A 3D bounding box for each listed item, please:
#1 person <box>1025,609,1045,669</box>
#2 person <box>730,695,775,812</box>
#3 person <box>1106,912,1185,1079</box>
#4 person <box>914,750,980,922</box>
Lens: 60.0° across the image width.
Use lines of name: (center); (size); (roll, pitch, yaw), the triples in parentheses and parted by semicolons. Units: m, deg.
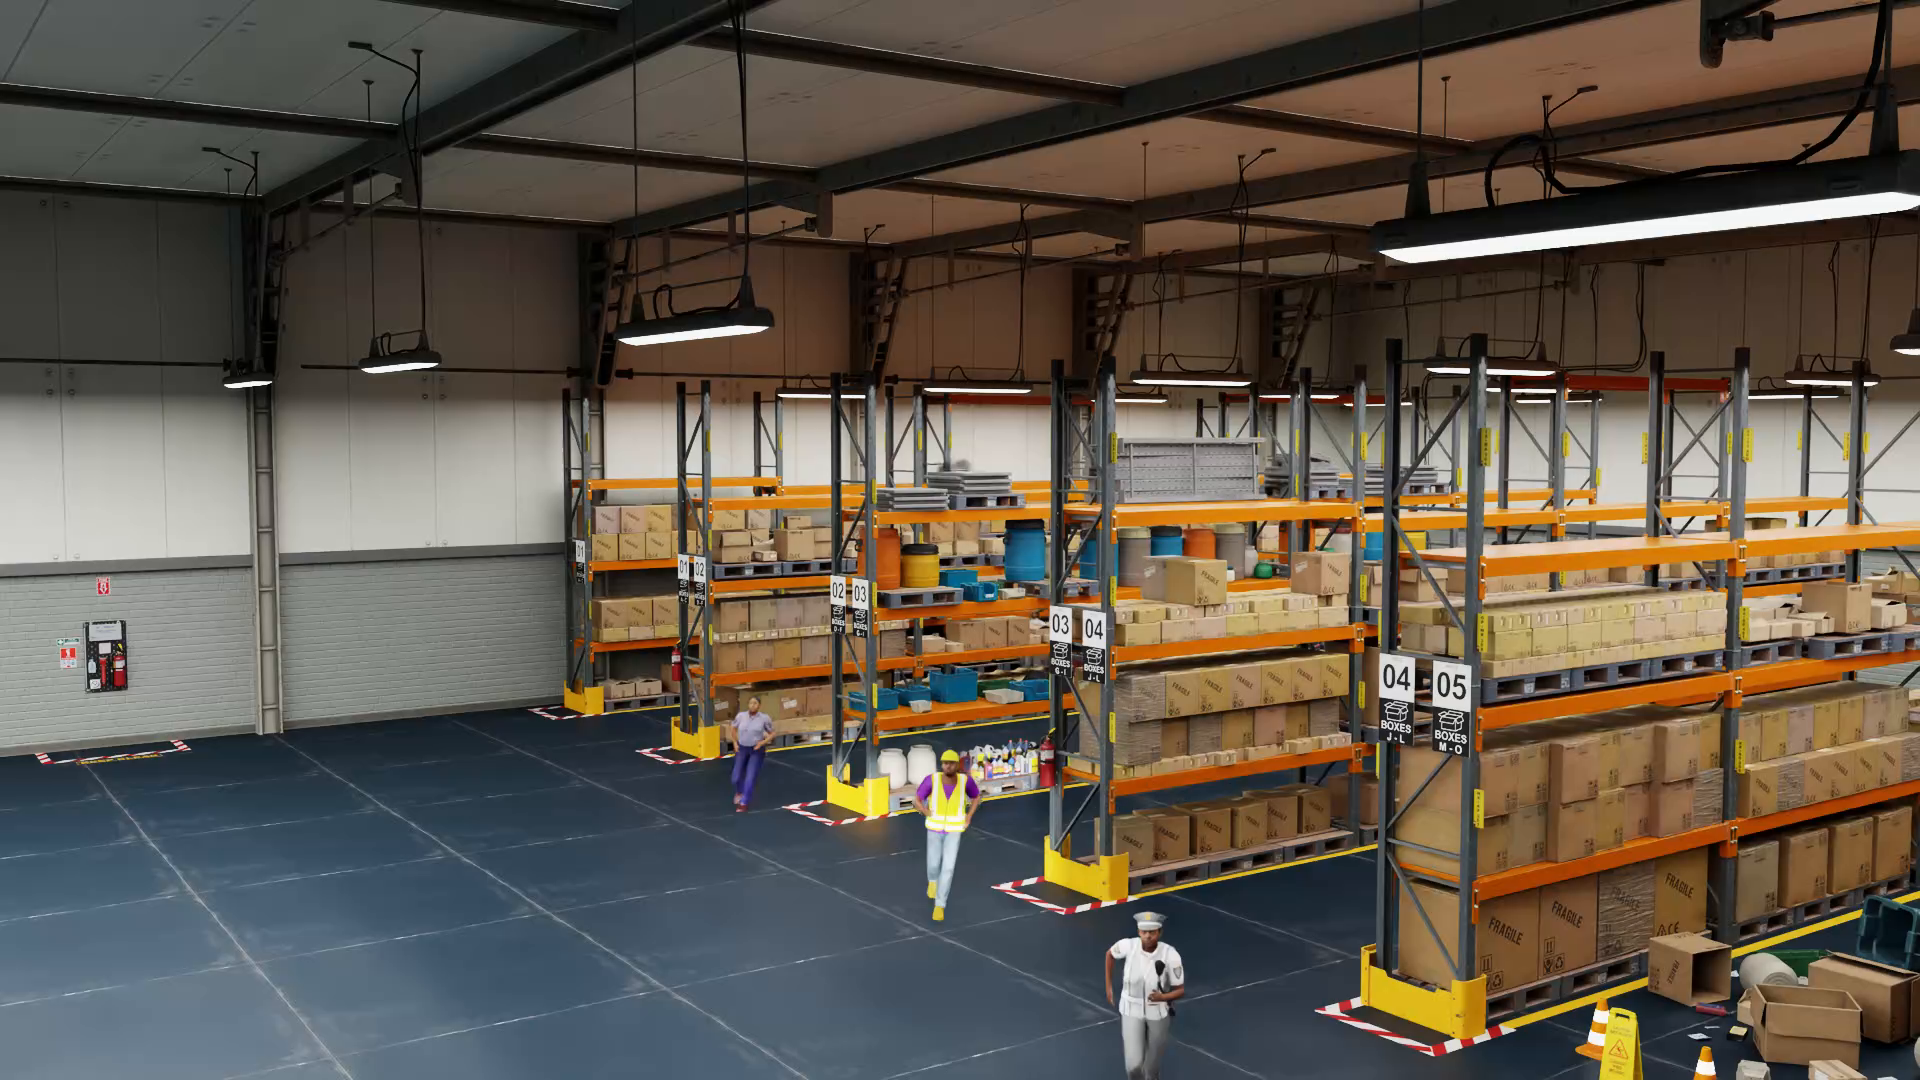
person: (1.554, 2.173, 33.634); (0.774, 1.687, 0.620); (-3, 5, -35)
person: (-2.845, 2.918, 22.738); (0.627, 1.587, 0.527); (0, 4, 1)
person: (1.365, 3.531, 12.309); (0.603, 1.677, 0.797); (1, 4, 10)
person: (-0.142, 3.136, 17.972); (0.707, 1.773, 0.886); (0, 4, 4)
